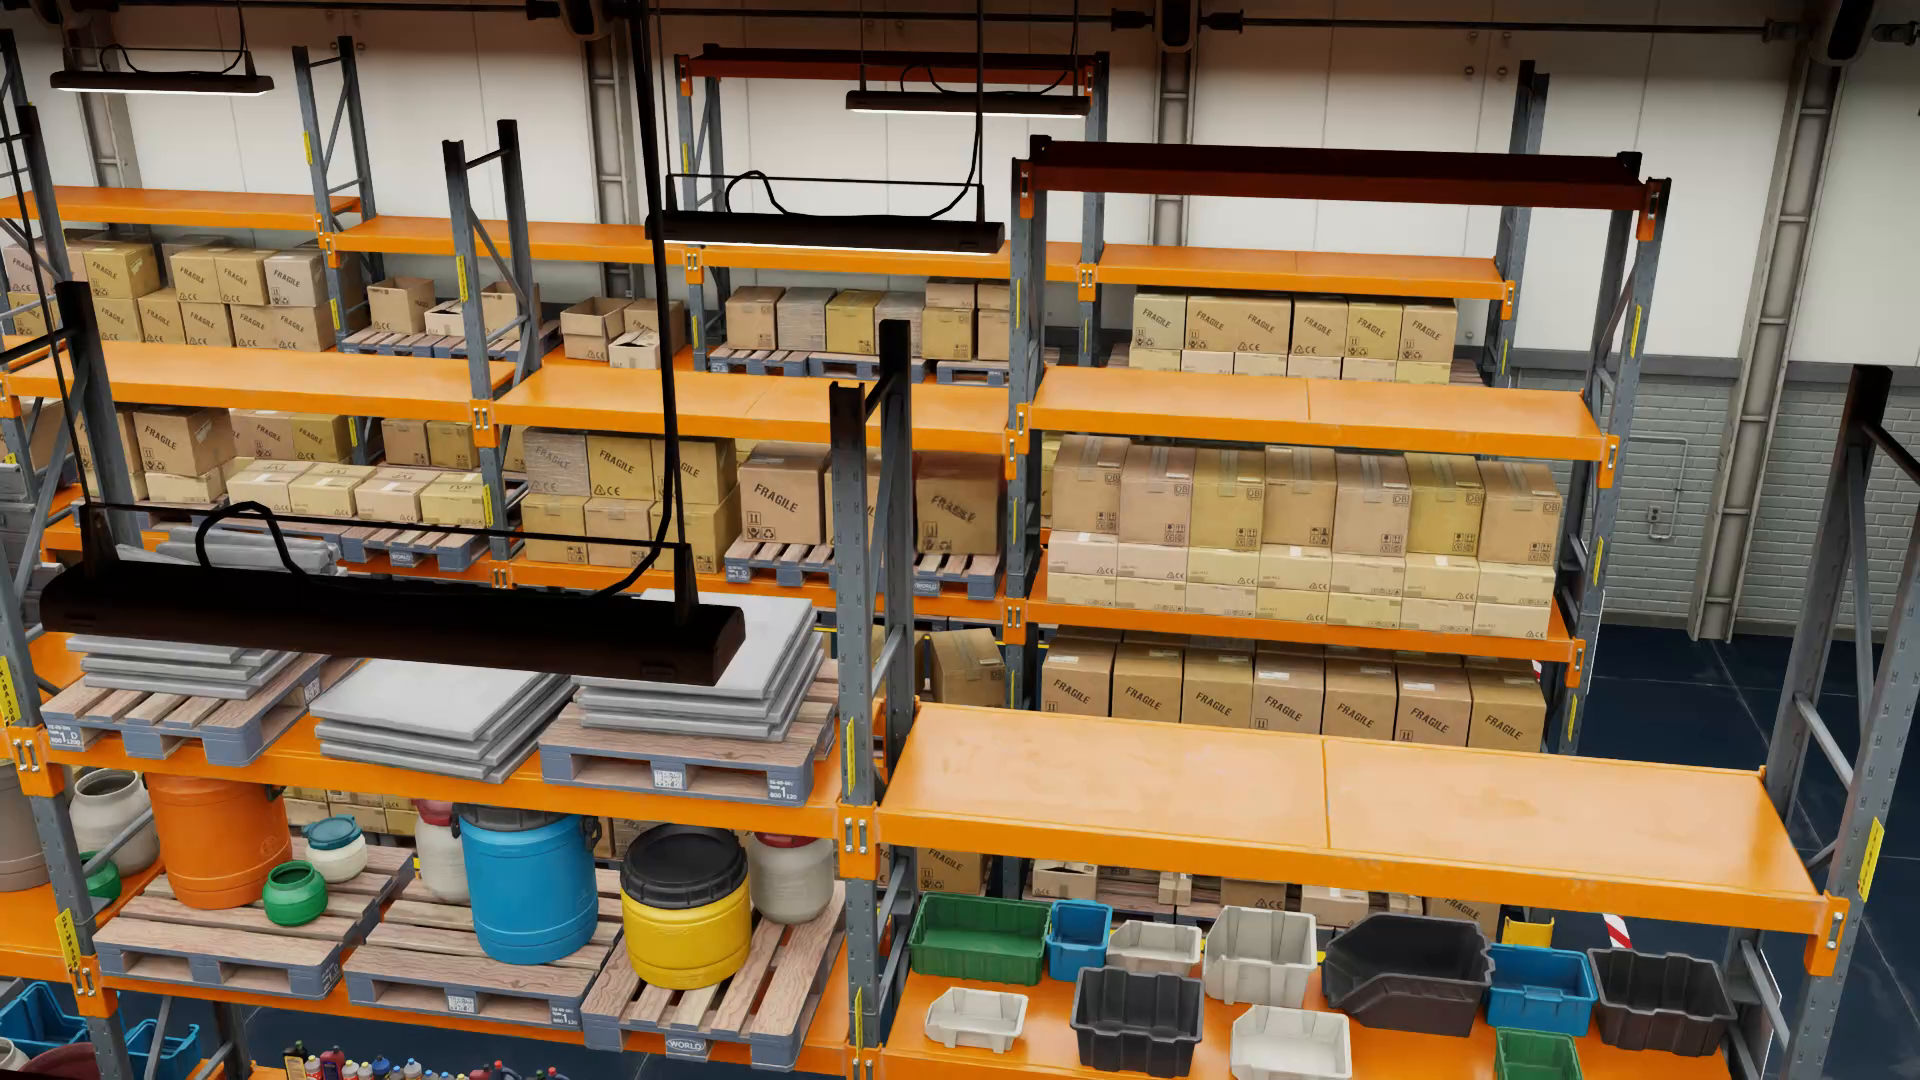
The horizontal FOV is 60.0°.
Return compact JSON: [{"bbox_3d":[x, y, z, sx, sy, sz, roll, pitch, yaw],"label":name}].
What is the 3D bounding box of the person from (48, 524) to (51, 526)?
[{"bbox_3d":[-9.436,0.445,17.225,0.992,1.576,0.525,-11,25,-24],"label":"person"}]
